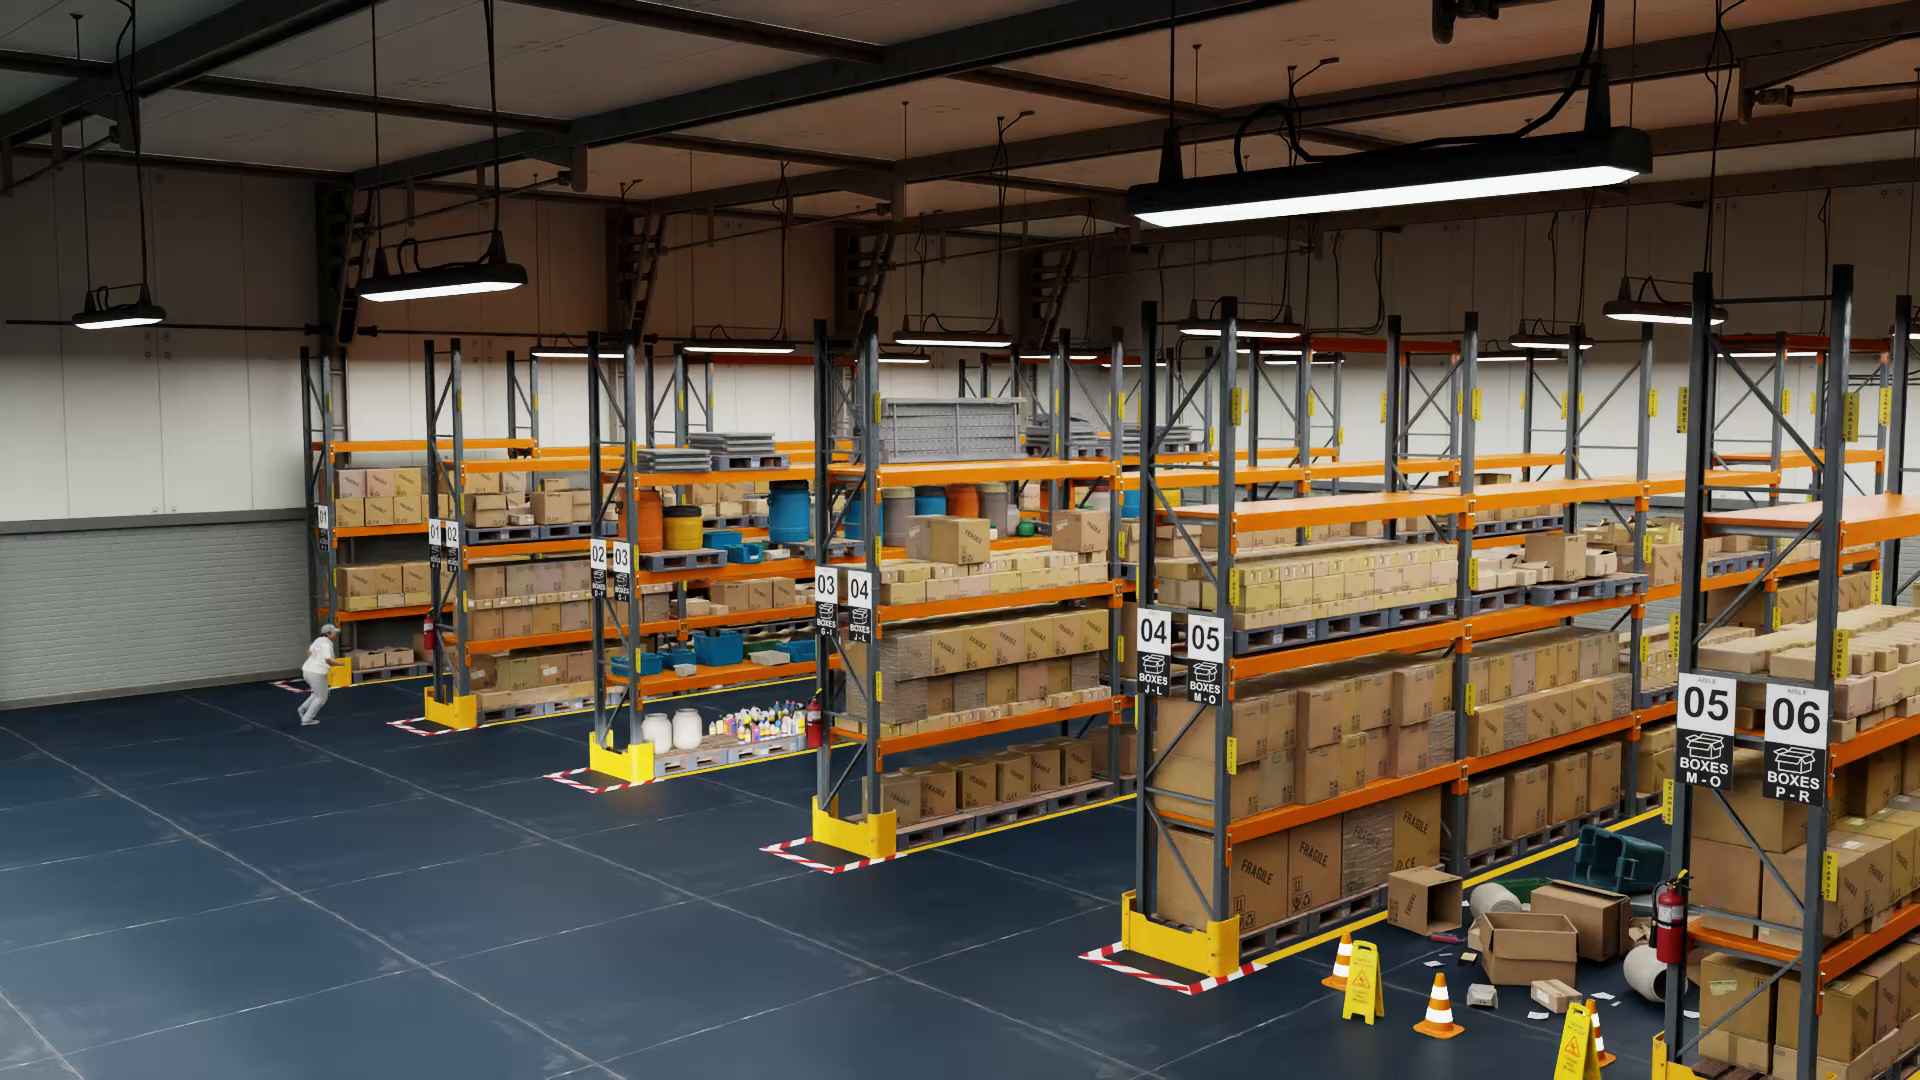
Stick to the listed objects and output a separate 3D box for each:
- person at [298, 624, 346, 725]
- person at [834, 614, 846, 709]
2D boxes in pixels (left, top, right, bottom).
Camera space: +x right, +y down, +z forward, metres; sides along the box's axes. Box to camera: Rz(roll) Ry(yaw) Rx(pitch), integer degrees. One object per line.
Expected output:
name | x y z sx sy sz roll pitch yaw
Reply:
person | -10.035 2.098 26.132 0.715 1.558 0.612 -5 7 -42
person | -1.986 1.981 26.722 0.972 1.637 0.467 -4 6 -38
